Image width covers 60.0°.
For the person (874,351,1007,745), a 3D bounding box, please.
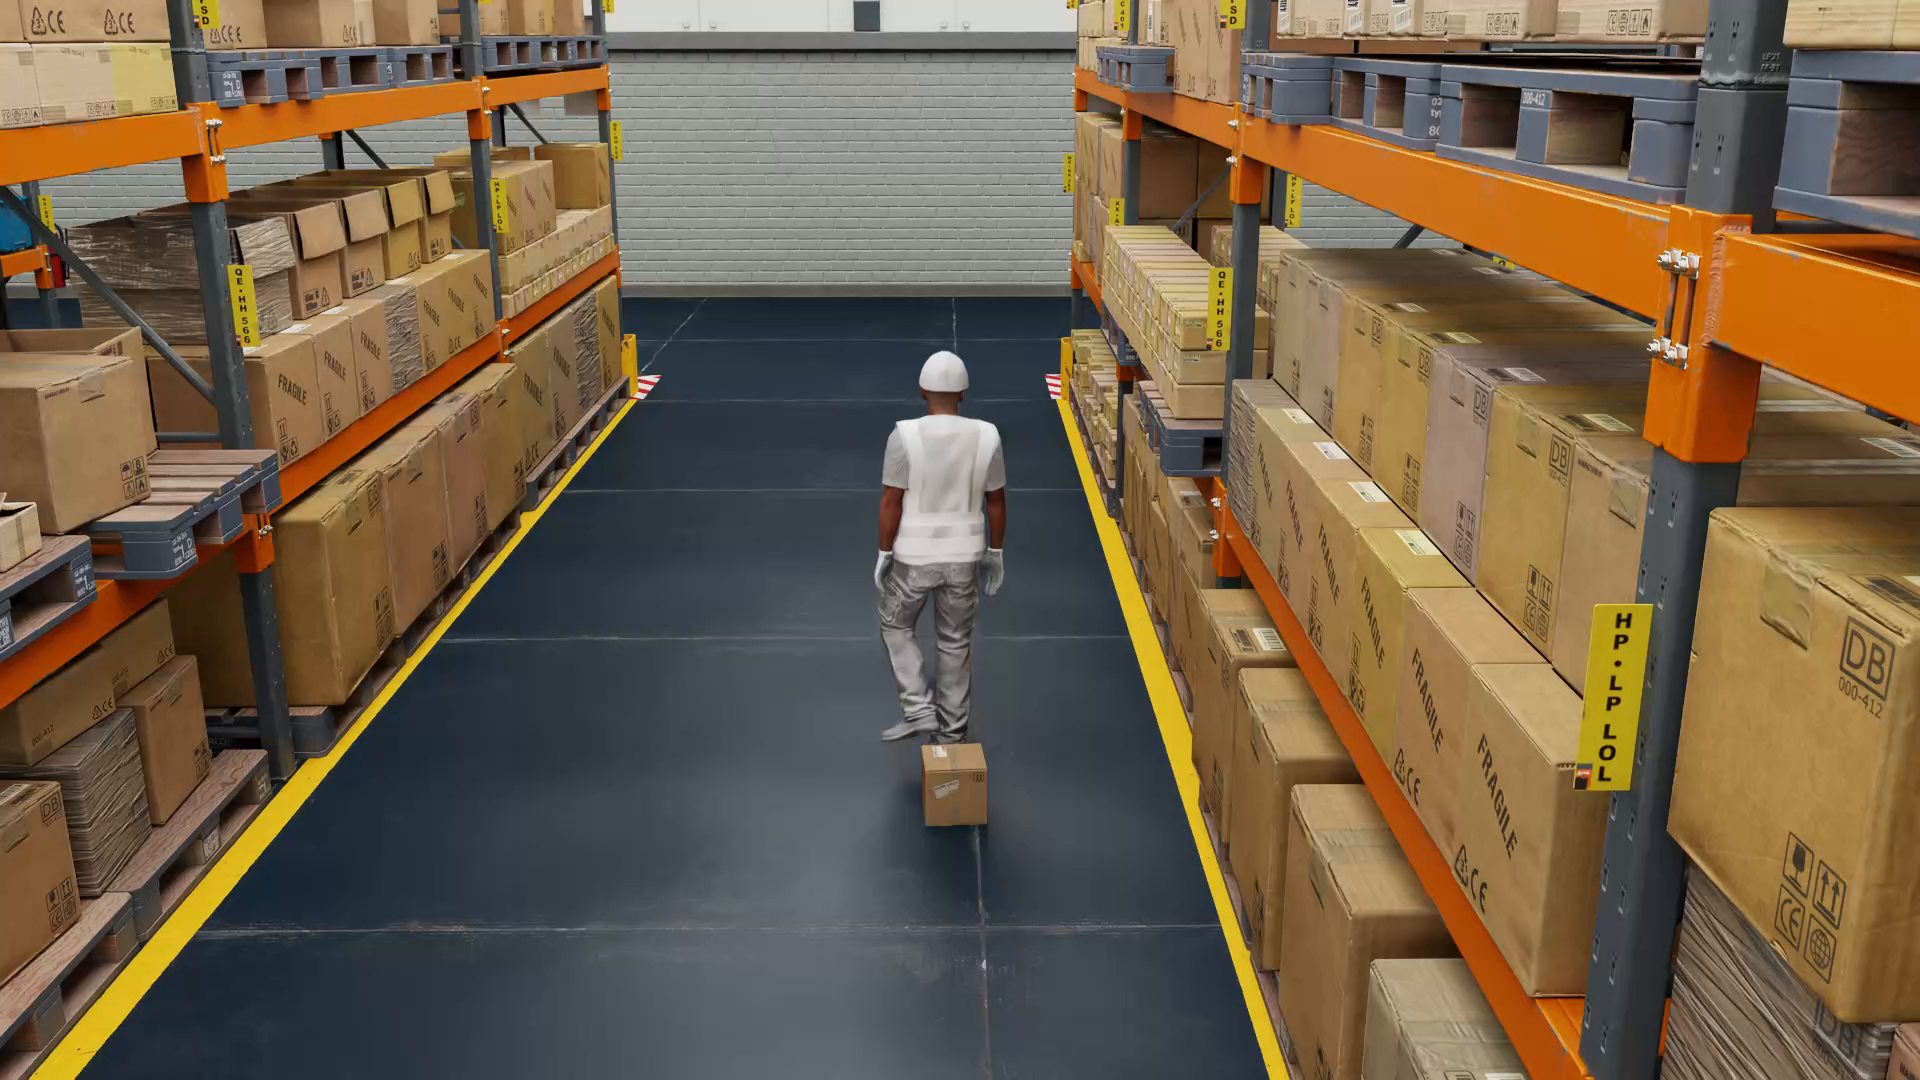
[{"bbox_3d":[-0.086,0.083,7.201,0.600,1.776,0.519,-4,17,-13],"label":"person"}]
